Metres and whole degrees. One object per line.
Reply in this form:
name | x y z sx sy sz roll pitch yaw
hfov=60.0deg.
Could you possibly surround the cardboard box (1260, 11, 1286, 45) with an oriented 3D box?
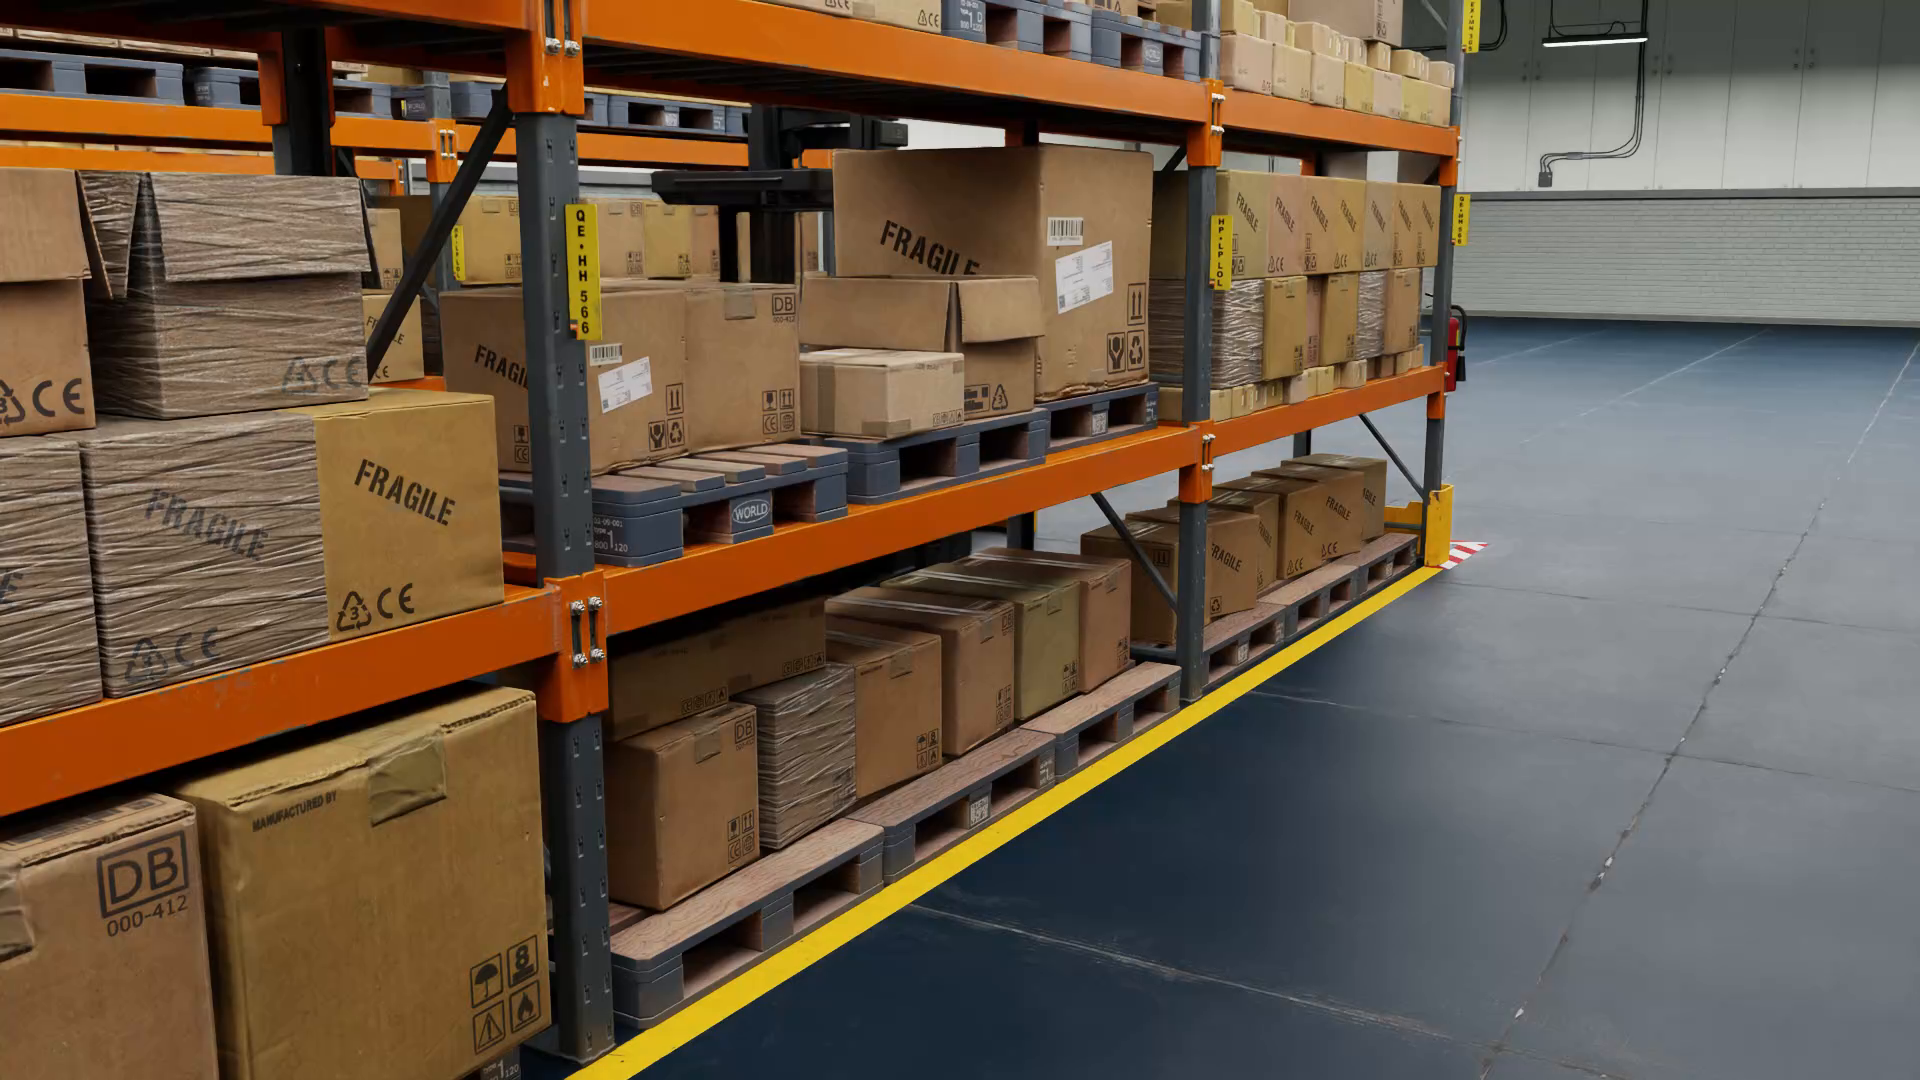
cardboard box | 1.358 -2.470 8.082 0.380 0.149 0.250 6 12 31

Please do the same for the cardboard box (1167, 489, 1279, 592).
cardboard box | 1.474 0.005 9.343 0.500 0.500 0.500 5 12 26

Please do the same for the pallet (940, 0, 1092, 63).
pallet | -0.261 -1.894 6.193 1.213 0.211 1.003 6 12 31

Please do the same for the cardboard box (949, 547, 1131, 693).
cardboard box | 0.349 0.345 7.474 0.700 0.500 0.500 5 12 26

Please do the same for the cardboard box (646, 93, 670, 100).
cardboard box | -2.231 -3.123 11.515 0.380 0.149 0.250 7 12 31

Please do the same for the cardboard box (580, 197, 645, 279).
cardboard box | -2.696 -2.081 11.489 0.875 0.550 0.550 6 12 31

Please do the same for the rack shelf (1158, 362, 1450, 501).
rack shelf | 1.725 -0.723 9.536 1.077 0.370 4.000 6 12 31

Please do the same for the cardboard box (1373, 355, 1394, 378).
cardboard box | 2.432 -1.082 10.180 0.380 0.149 0.250 6 12 31

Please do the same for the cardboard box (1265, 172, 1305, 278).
cardboard box | 1.395 -1.574 8.330 0.500 0.500 0.500 6 12 31

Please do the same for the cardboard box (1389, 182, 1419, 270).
cardboard box | 2.434 -1.889 10.010 0.500 0.500 0.500 6 12 31

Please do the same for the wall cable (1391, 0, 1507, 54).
wall cable | 12.109 -13.430 41.504 3.097 2.526 0.112 6 12 31

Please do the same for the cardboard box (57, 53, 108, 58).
cardboard box | -4.653 -2.642 8.630 0.396 0.266 0.258 6 12 31

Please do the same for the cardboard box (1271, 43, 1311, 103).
cardboard box | 1.409 -2.293 8.221 0.500 0.250 0.500 6 12 30

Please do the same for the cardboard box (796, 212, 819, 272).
cardboard box | -1.650 -2.431 13.360 0.875 0.550 0.550 6 12 31

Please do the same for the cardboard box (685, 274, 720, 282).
cardboard box | -2.243 -1.728 12.537 0.875 0.550 0.550 6 12 31

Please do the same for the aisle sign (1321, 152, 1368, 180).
aisle sign | 2.539 -2.708 11.115 0.394 0.787 0.004 6 12 31

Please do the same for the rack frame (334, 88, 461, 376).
rack frame | -3.501 -1.252 10.405 1.000 3.000 0.127 6 12 31

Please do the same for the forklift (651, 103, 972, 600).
forklift | -1.047 -1.066 9.596 1.130 2.935 3.031 5 12 27

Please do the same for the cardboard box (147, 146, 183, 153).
cardboard box | -6.668 -3.280 13.768 0.380 0.149 0.250 6 12 30

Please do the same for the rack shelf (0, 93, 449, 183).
rack shelf | -4.539 -2.058 8.515 1.077 0.370 4.000 6 12 31

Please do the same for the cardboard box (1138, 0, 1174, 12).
cardboard box | 0.702 -2.773 7.939 0.500 0.500 0.500 6 12 29

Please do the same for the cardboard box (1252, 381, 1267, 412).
cardboard box | 1.302 -0.724 8.267 0.380 0.149 0.250 6 12 31

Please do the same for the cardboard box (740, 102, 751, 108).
cardboard box | -1.703 -3.283 12.373 0.380 0.149 0.250 7 12 31

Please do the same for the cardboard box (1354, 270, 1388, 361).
cardboard box | 2.000 -1.338 9.786 0.875 0.500 0.500 6 12 31

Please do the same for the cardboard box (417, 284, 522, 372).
cardboard box | -3.319 -1.385 10.707 0.875 0.550 0.550 6 12 31

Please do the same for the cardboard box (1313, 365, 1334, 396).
cardboard box | 1.822 -0.881 9.106 0.380 0.149 0.250 6 12 31

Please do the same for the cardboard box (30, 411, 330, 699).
cardboard box | -1.699 -0.003 3.463 0.500 0.500 0.500 6 12 30

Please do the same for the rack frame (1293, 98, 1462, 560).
rack frame | 2.763 -1.391 11.149 1.000 3.000 0.127 6 12 31

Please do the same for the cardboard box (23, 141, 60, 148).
cardboard box | -7.226 -3.121 12.920 0.380 0.149 0.250 6 12 31

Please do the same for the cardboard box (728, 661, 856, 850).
cardboard box | -0.783 0.683 5.664 0.700 0.500 0.500 5 12 26

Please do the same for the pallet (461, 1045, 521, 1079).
pallet | -1.864 1.354 4.062 1.003 0.211 1.213 6 12 31

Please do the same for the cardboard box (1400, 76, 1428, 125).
cardboard box | 2.473 -2.613 9.932 0.500 0.250 0.500 6 12 31

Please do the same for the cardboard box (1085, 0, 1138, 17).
cardboard box | 0.358 -2.429 7.121 0.797 0.503 0.637 6 12 28

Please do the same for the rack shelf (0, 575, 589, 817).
rack shelf | -2.429 0.535 2.815 1.077 0.370 4.000 6 12 31

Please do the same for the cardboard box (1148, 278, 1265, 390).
cardboard box | 0.973 -1.023 8.099 0.875 0.500 0.500 6 12 31

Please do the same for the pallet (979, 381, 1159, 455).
pallet | 0.165 -0.562 7.239 1.003 0.211 1.213 6 12 31

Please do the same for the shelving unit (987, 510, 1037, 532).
shelving unit | 0.040 -0.749 11.795 0.587 1.500 1.083 6 12 31

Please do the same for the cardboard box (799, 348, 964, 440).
cardboard box | -0.324 -0.508 5.695 0.500 0.250 0.500 6 12 29

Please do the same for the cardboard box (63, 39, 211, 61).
cardboard box | -4.223 -2.642 8.505 0.500 0.311 0.500 6 12 29

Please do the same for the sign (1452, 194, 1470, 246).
sign | 3.227 -2.060 10.714 0.100 0.325 0.005 6 12 31

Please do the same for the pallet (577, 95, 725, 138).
pallet | -2.433 -3.002 11.840 1.003 0.211 1.213 6 12 31

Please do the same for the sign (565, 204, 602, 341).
sign | -0.914 -0.650 4.042 0.100 0.325 0.005 6 12 31

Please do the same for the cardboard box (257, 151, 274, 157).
cardboard box | -6.199 -3.448 14.667 0.380 0.149 0.250 6 12 30

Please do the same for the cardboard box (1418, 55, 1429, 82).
cardboard box | 2.602 -2.831 10.013 0.380 0.149 0.250 6 12 28

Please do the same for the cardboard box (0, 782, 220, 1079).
cardboard box | -2.236 0.951 3.272 1.225 0.875 0.875 6 12 31

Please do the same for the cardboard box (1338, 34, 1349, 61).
cardboard box | 1.868 -2.633 8.955 0.380 0.149 0.250 7 13 32

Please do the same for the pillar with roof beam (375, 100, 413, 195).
pillar with roof beam | -4.289 -6.270 20.903 9.100 9.000 0.400 6 12 31

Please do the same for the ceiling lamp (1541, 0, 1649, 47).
ceiling lamp | 12.862 -11.557 33.284 2.000 3.185 0.800 6 12 31
